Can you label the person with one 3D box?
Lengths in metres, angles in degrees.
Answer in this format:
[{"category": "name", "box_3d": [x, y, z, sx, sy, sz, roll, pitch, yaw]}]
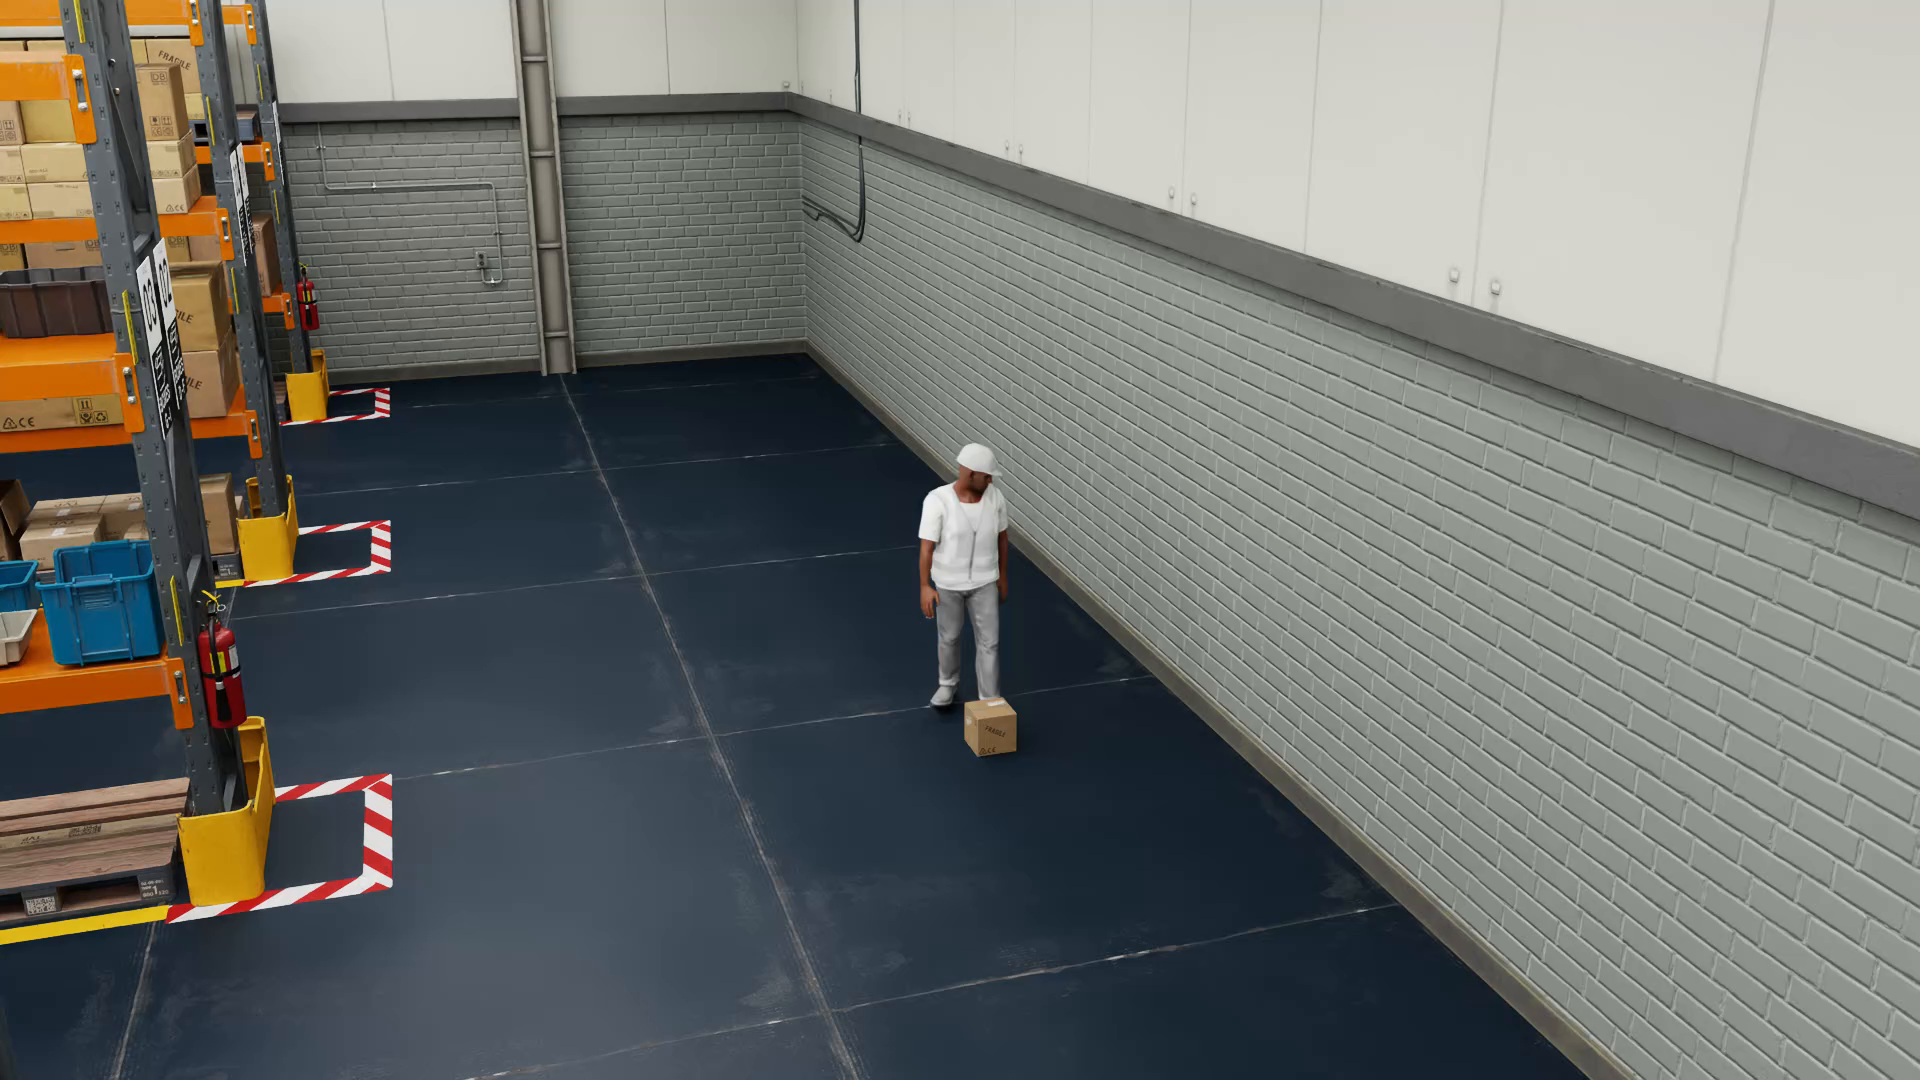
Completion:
[{"category": "person", "box_3d": [0.038, 0.280, 10.185, 0.615, 1.757, 0.766, -4, 20, -12]}]
